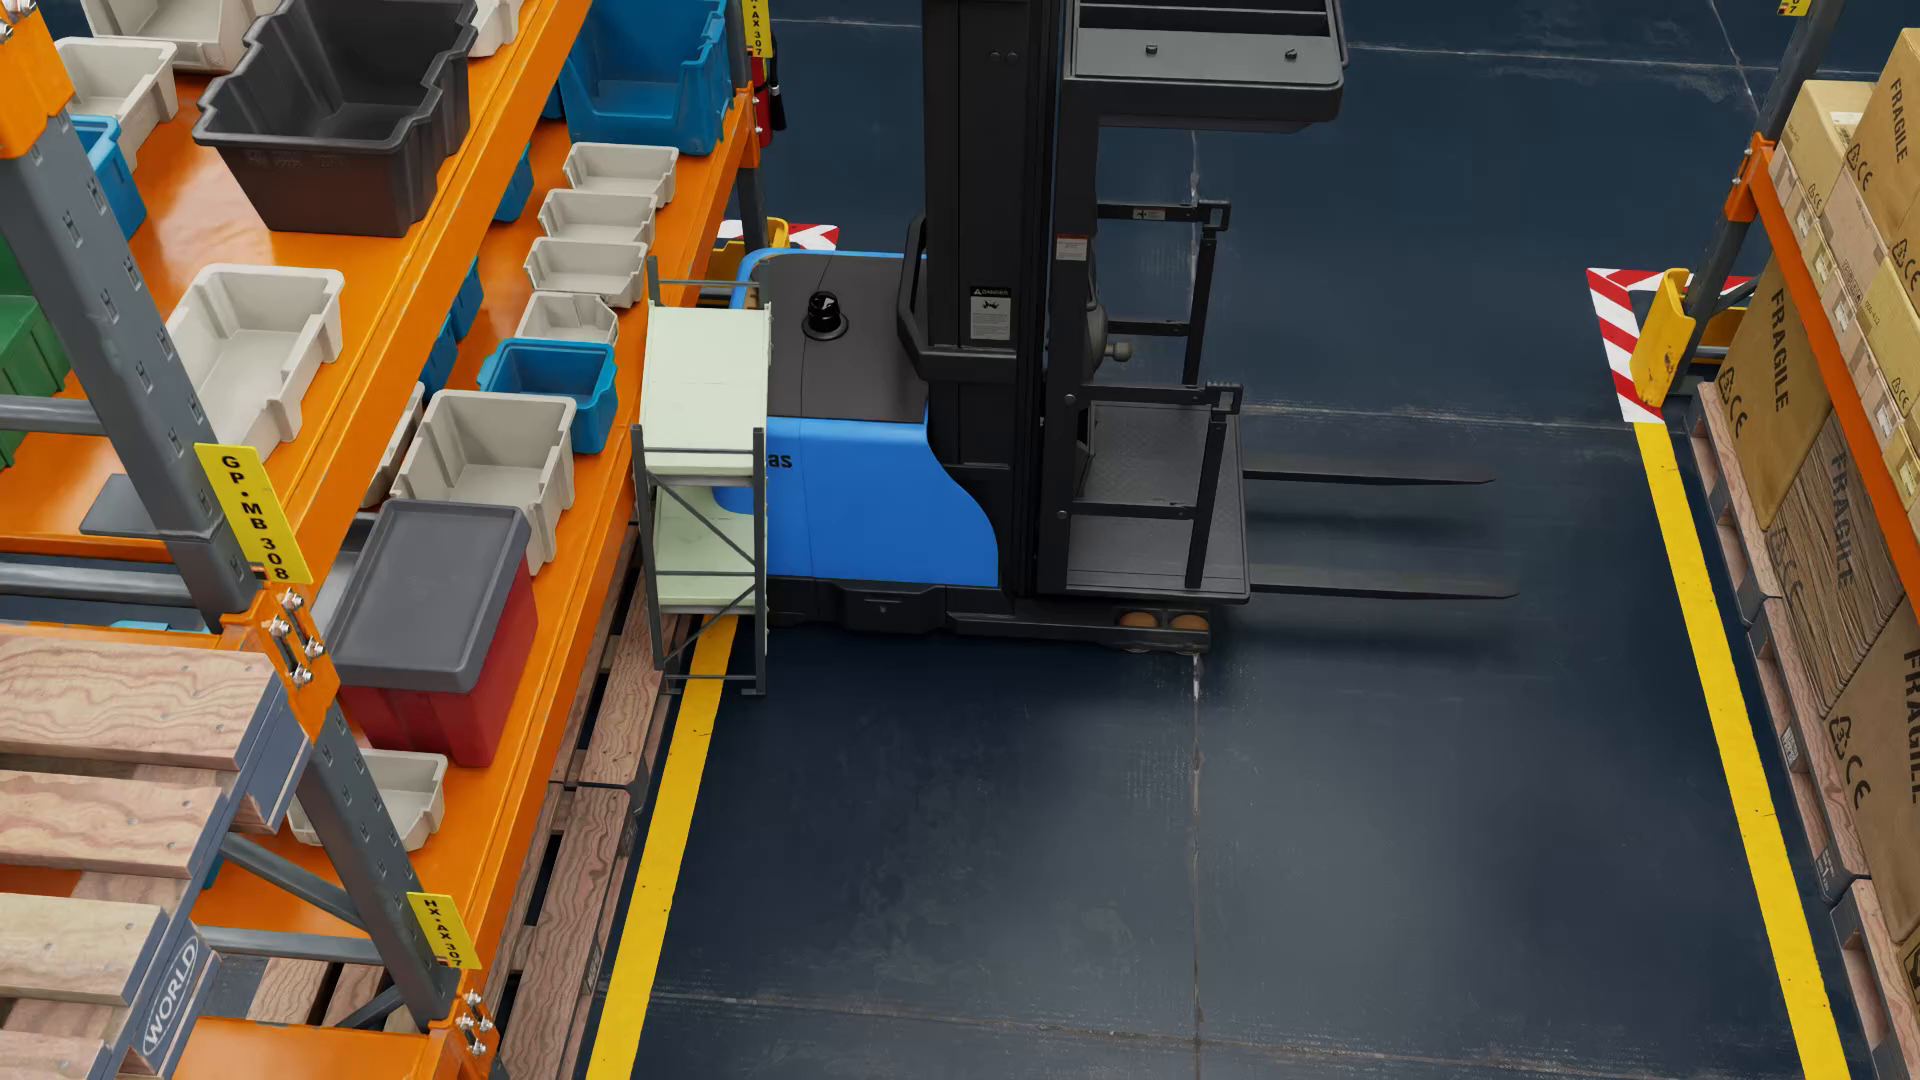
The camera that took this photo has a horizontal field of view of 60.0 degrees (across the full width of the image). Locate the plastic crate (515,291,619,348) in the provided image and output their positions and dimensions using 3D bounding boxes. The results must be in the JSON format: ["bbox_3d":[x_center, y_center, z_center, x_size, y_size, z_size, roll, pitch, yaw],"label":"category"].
[{"bbox_3d":[-1.288,-0.684,5.507,0.298,0.136,0.250,4,48,4],"label":"plastic crate"}]

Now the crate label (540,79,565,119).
[{"bbox_3d":[-1.694,-1.806,6.467,0.416,0.233,0.303,4,48,4],"label":"crate label"}]

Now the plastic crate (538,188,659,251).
[{"bbox_3d":[-1.278,-1.109,5.895,0.396,0.136,0.243,4,48,4],"label":"plastic crate"}]

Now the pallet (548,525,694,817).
[{"bbox_3d":[-1.571,0.437,6.233,1.003,0.211,1.213,4,48,4],"label":"pallet"}]

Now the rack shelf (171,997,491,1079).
[{"bbox_3d":[-1.890,2.651,2.806,1.077,0.370,4.000,4,48,4],"label":"rack shelf"}]

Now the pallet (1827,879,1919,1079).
[{"bbox_3d":[3.372,1.659,5.116,1.003,0.211,1.213,4,48,4],"label":"pallet"}]

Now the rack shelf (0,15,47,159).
[{"bbox_3d":[-1.890,0.761,0.740,1.077,0.370,4.000,4,48,4],"label":"rack shelf"}]

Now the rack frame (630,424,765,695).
[{"bbox_3d":[-0.861,0.116,5.617,0.400,1.500,0.023,1,53,-6],"label":"rack frame"}]

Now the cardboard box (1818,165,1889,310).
[{"bbox_3d":[3.236,-1.001,5.559,0.500,0.250,0.500,3,48,3],"label":"cardboard box"}]

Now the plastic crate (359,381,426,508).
[{"bbox_3d":[-1.848,-0.293,5.149,0.293,0.136,0.466,4,48,4],"label":"plastic crate"}]

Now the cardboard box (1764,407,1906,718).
[{"bbox_3d":[3.528,0.052,5.851,0.875,0.875,0.875,4,48,4],"label":"cardboard box"}]

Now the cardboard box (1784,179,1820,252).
[{"bbox_3d":[3.206,-1.156,5.971,0.380,0.149,0.250,3,48,3],"label":"cardboard box"}]

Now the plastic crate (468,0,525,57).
[{"bbox_3d":[-1.284,-1.389,4.160,0.437,0.136,0.530,4,48,4],"label":"plastic crate"}]

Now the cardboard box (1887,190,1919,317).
[{"bbox_3d":[3.190,-0.888,4.947,0.500,0.500,0.500,3,48,2],"label":"cardboard box"}]

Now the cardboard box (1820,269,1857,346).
[{"bbox_3d":[3.161,-0.776,5.623,0.380,0.149,0.250,3,48,3],"label":"cardboard box"}]

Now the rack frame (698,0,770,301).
[{"bbox_3d":[-1.343,-2.001,6.573,1.000,3.000,0.127,4,48,4],"label":"rack frame"}]

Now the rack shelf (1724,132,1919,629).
[{"bbox_3d":[3.407,0.044,5.190,1.077,0.370,4.000,4,48,4],"label":"rack shelf"}]

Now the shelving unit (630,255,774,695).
[{"bbox_3d":[-0.878,-0.176,5.837,0.431,1.500,0.755,1,53,-6],"label":"shelving unit"}]

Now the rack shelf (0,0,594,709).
[{"bbox_3d":[-1.526,-1.301,4.388,1.077,0.370,4.000,4,48,4],"label":"rack shelf"}]

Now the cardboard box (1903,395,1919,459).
[{"bbox_3d":[3.144,-0.248,4.870,0.500,0.250,0.500,3,48,3],"label":"cardboard box"}]

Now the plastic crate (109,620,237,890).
[{"bbox_3d":[-2.005,0.557,4.204,0.392,0.384,0.575,4,48,4],"label":"plastic crate"}]

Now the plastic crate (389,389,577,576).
[{"bbox_3d":[-1.385,-0.152,4.922,0.437,0.282,0.530,4,48,4],"label":"plastic crate"}]

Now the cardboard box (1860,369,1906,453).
[{"bbox_3d":[3.113,-0.400,5.279,0.380,0.149,0.250,3,48,3],"label":"cardboard box"}]

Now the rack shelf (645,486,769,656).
[{"bbox_3d":[-0.908,0.021,6.096,0.431,0.370,0.720,1,53,-6],"label":"rack shelf"}]

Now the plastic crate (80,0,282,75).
[{"bbox_3d":[-1.853,-1.366,4.040,0.437,0.282,0.530,4,48,4],"label":"plastic crate"}]

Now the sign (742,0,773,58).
[{"bbox_3d":[-0.794,-2.031,6.490,0.100,0.325,0.005,4,48,4],"label":"sign"}]

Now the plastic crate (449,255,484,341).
[{"bbox_3d":[-1.814,-0.838,5.582,0.416,0.233,0.300,4,48,4],"label":"plastic crate"}]

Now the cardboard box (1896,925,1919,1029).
[{"bbox_3d":[3.364,1.367,4.648,0.875,0.875,0.875,4,48,4],"label":"cardboard box"}]

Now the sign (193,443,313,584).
[{"bbox_3d":[-1.160,-0.039,2.740,0.100,0.325,0.005,4,48,4],"label":"sign"}]

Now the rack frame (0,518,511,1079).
[{"bbox_3d":[-1.708,0.938,3.885,1.000,3.000,0.127,4,48,4],"label":"rack frame"}]

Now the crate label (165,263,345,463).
[{"bbox_3d":[-1.375,-0.325,3.187,0.293,0.136,0.466,4,48,4],"label":"crate label"}]

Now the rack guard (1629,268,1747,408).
[{"bbox_3d":[3.591,-0.842,7.207,1.175,0.500,0.348,4,48,4],"label":"rack guard"}]

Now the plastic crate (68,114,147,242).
[{"bbox_3d":[-1.943,-0.708,3.471,0.416,0.233,0.300,4,48,4],"label":"plastic crate"}]

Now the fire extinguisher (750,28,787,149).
[{"bbox_3d":[-0.877,-1.929,6.813,0.296,0.674,0.183,4,48,4],"label":"fire extinguisher"}]

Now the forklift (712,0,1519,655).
[{"bbox_3d":[0.628,-0.957,5.665,3.031,2.935,1.130,3,48,3],"label":"forklift"}]

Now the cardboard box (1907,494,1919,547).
[{"bbox_3d":[3.067,-0.021,4.933,0.380,0.149,0.250,5,48,4],"label":"cardboard box"}]

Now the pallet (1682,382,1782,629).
[{"bbox_3d":[3.594,-0.134,6.756,1.003,0.211,1.213,4,48,4],"label":"pallet"}]
